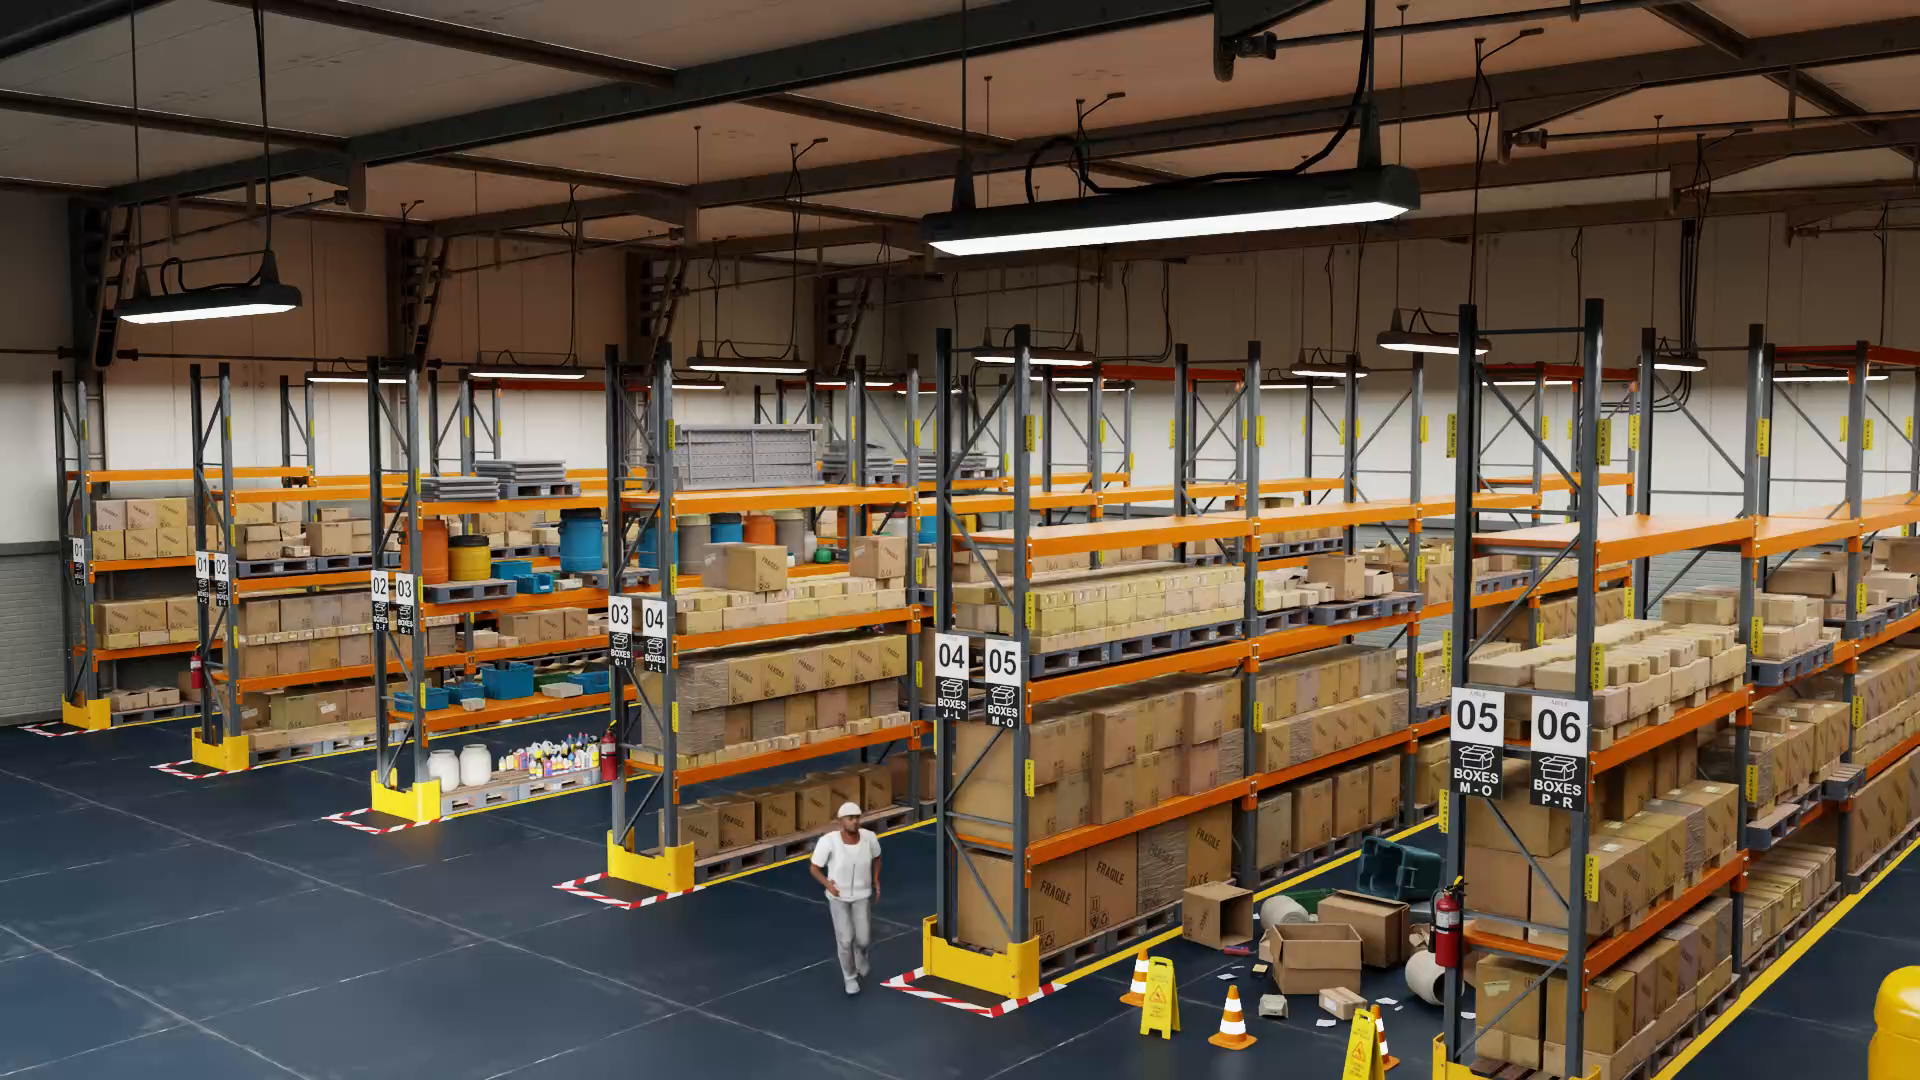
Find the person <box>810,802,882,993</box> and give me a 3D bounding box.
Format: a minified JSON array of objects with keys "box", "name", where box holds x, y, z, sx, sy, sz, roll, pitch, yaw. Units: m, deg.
[{"box":[-1.003,3.220,15.007,0.683,1.732,0.612,-1,4,-15],"name":"person"}]
